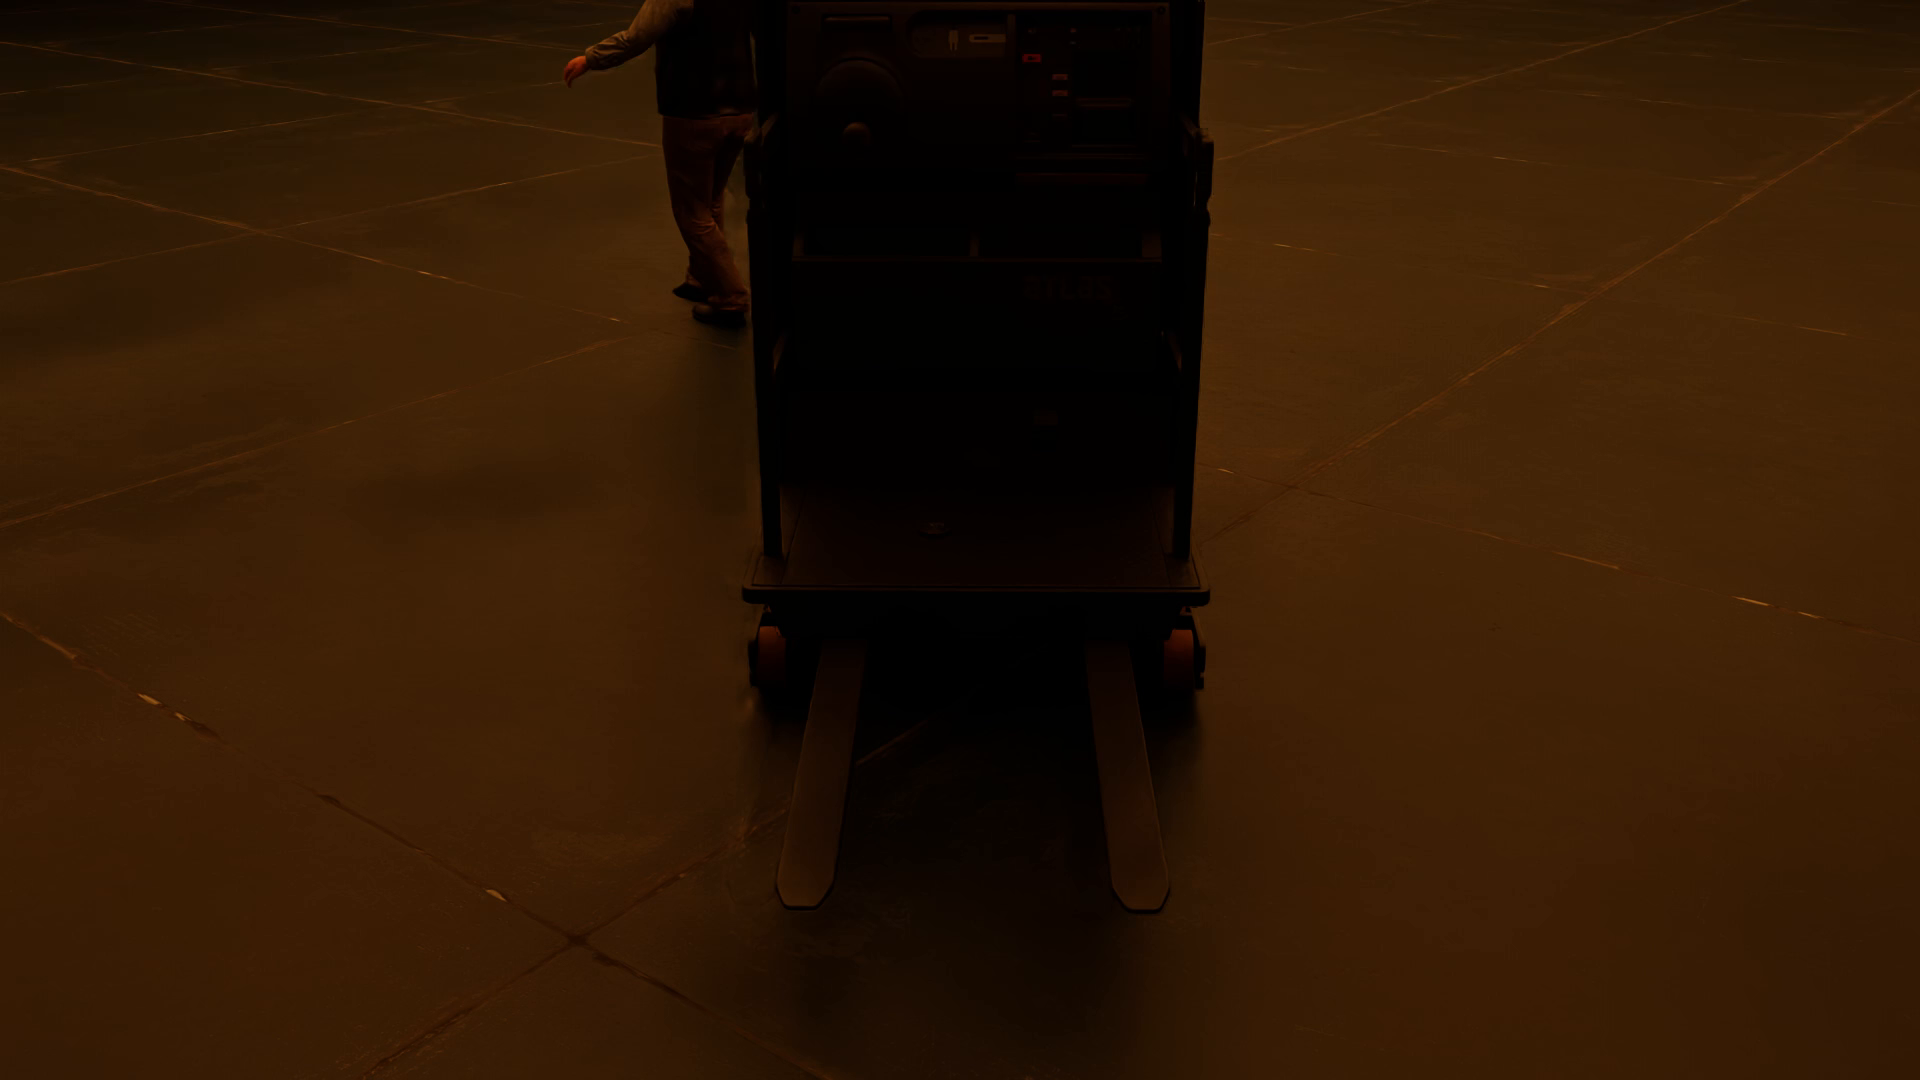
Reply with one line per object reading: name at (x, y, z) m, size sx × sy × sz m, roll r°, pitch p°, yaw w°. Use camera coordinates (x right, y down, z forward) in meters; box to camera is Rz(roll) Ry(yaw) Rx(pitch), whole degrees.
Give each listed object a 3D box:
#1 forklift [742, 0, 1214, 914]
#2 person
forklift at (0.042, -1.088, 3.840) m, size 1.130 × 2.935 × 3.031 m, roll 0°, pitch 23°, yaw 1°
person at (-1.114, -1.788, 7.047) m, size 0.700 × 1.715 × 0.974 m, roll 18°, pitch 29°, yaw 35°
